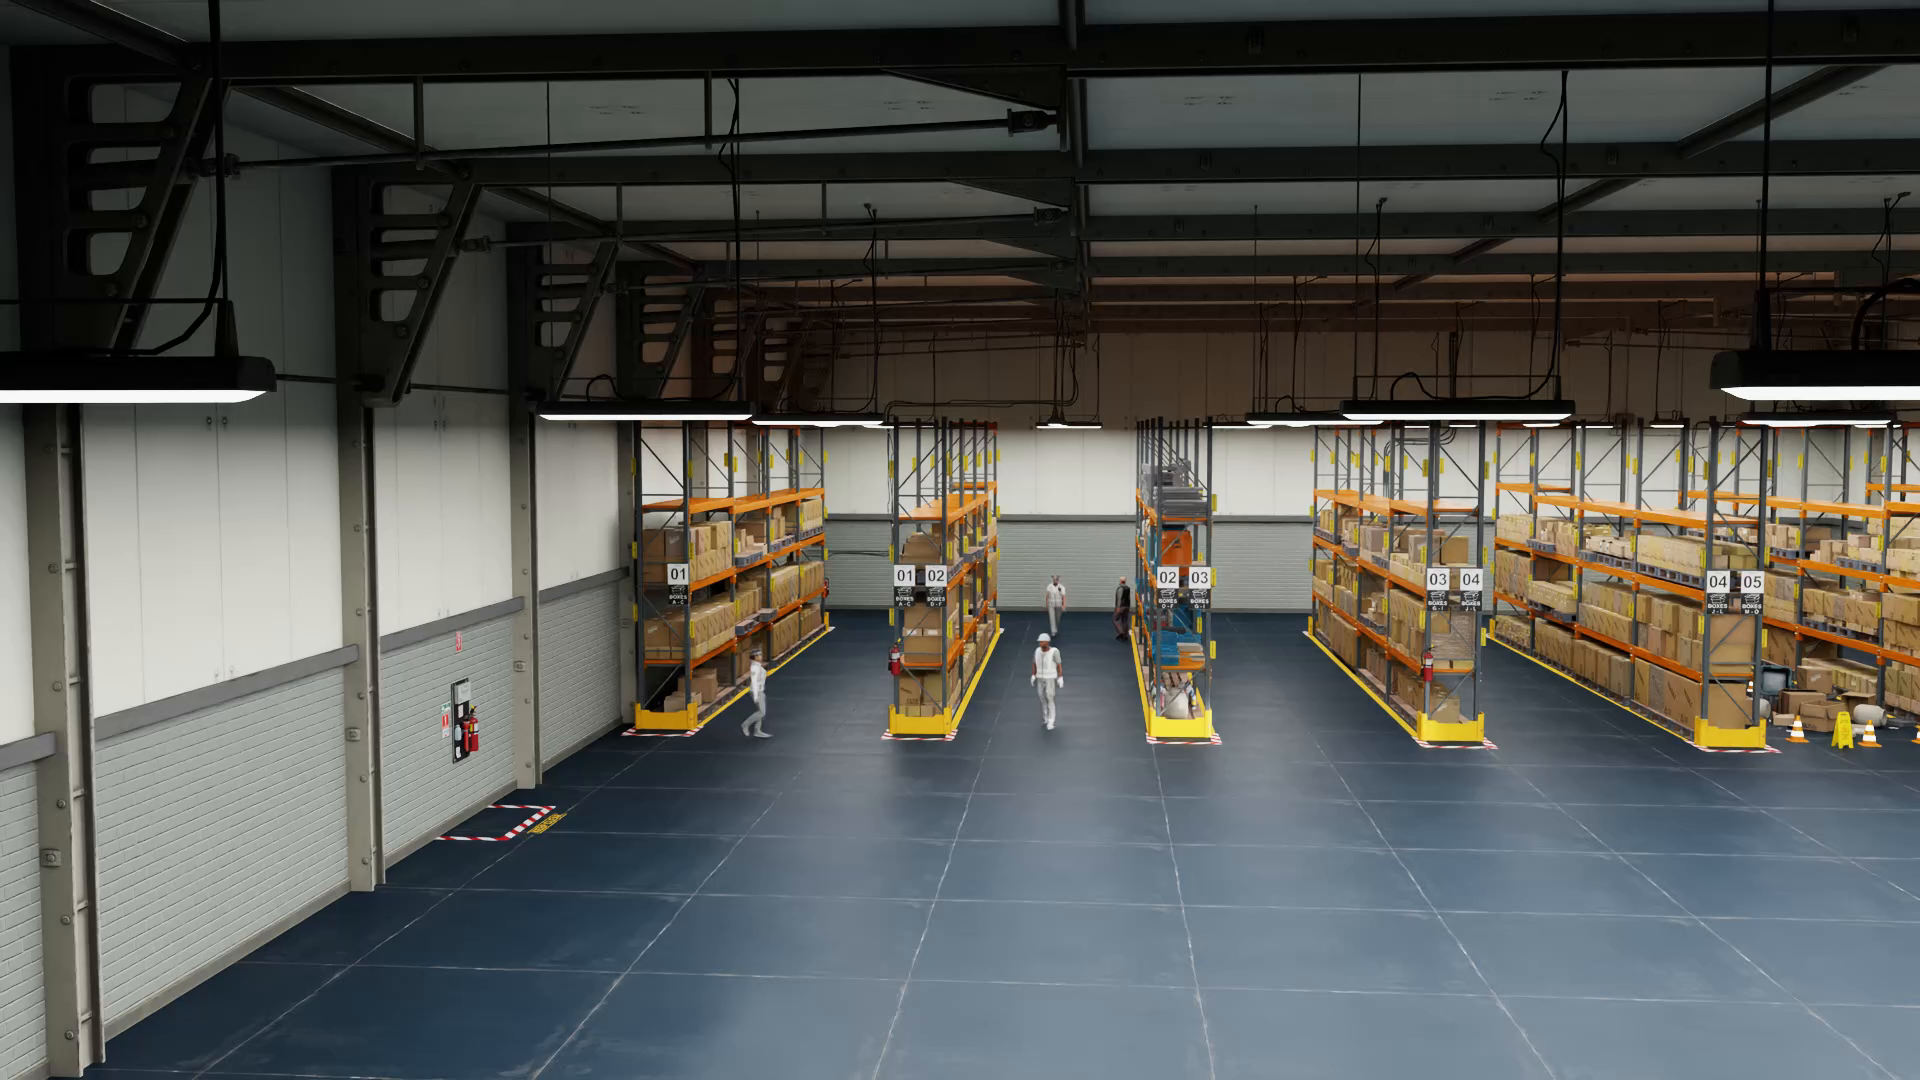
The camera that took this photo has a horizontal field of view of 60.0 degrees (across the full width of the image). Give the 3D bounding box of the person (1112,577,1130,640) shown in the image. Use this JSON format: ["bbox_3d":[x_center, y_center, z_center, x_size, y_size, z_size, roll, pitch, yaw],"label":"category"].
[{"bbox_3d":[4.469,1.845,45.793,0.399,1.663,0.568,4,5,44],"label":"person"}]

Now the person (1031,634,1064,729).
[{"bbox_3d":[1.627,2.721,32.332,0.620,1.787,0.641,3,5,34],"label":"person"}]

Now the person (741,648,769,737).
[{"bbox_3d":[-3.819,2.841,30.988,0.501,1.678,0.502,0,4,2],"label":"person"}]

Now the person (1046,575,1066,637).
[{"bbox_3d":[2.700,1.815,46.515,0.521,1.707,1.092,0,4,-6],"label":"person"}]
